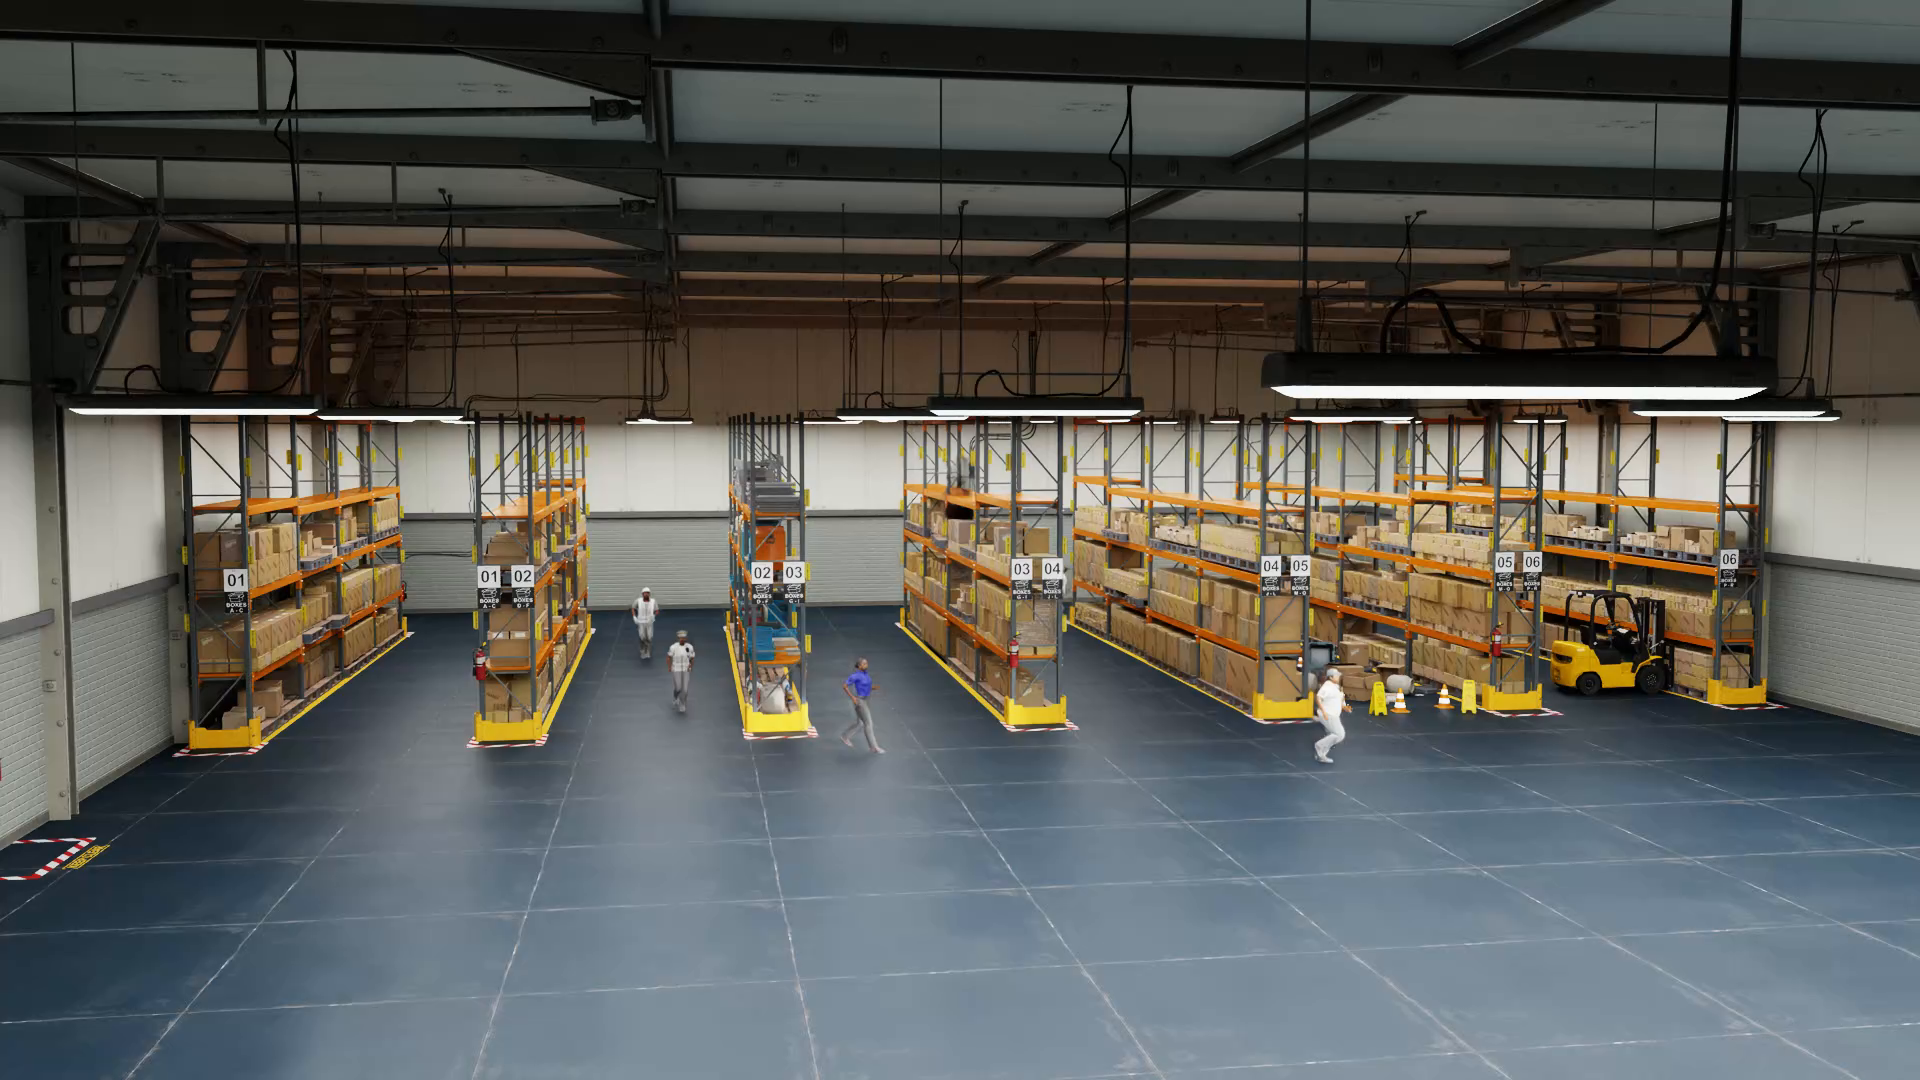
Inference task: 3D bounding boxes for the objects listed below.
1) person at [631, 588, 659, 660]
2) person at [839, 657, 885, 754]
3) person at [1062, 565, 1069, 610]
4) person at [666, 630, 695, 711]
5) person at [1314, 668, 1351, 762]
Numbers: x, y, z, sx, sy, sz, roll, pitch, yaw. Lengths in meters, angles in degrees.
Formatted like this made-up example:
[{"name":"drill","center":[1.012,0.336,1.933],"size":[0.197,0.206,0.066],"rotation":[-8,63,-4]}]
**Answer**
[{"name":"person","center":[-7.739,2.068,40.962],"size":[0.669,1.786,0.566],"rotation":[-1,4,-17]},{"name":"person","center":[-1.730,2.928,29.219],"size":[0.935,1.573,0.573],"rotation":[1,4,21]},{"name":"person","center":[2.966,1.527,49.782],"size":[0.571,1.605,0.694],"rotation":[0,4,0]},{"name":"person","center":[-5.594,2.630,33.414],"size":[0.559,1.644,0.586],"rotation":[-1,4,-16]},{"name":"person","center":[6.345,2.990,28.308],"size":[0.588,1.616,0.592],"rotation":[2,4,25]}]
